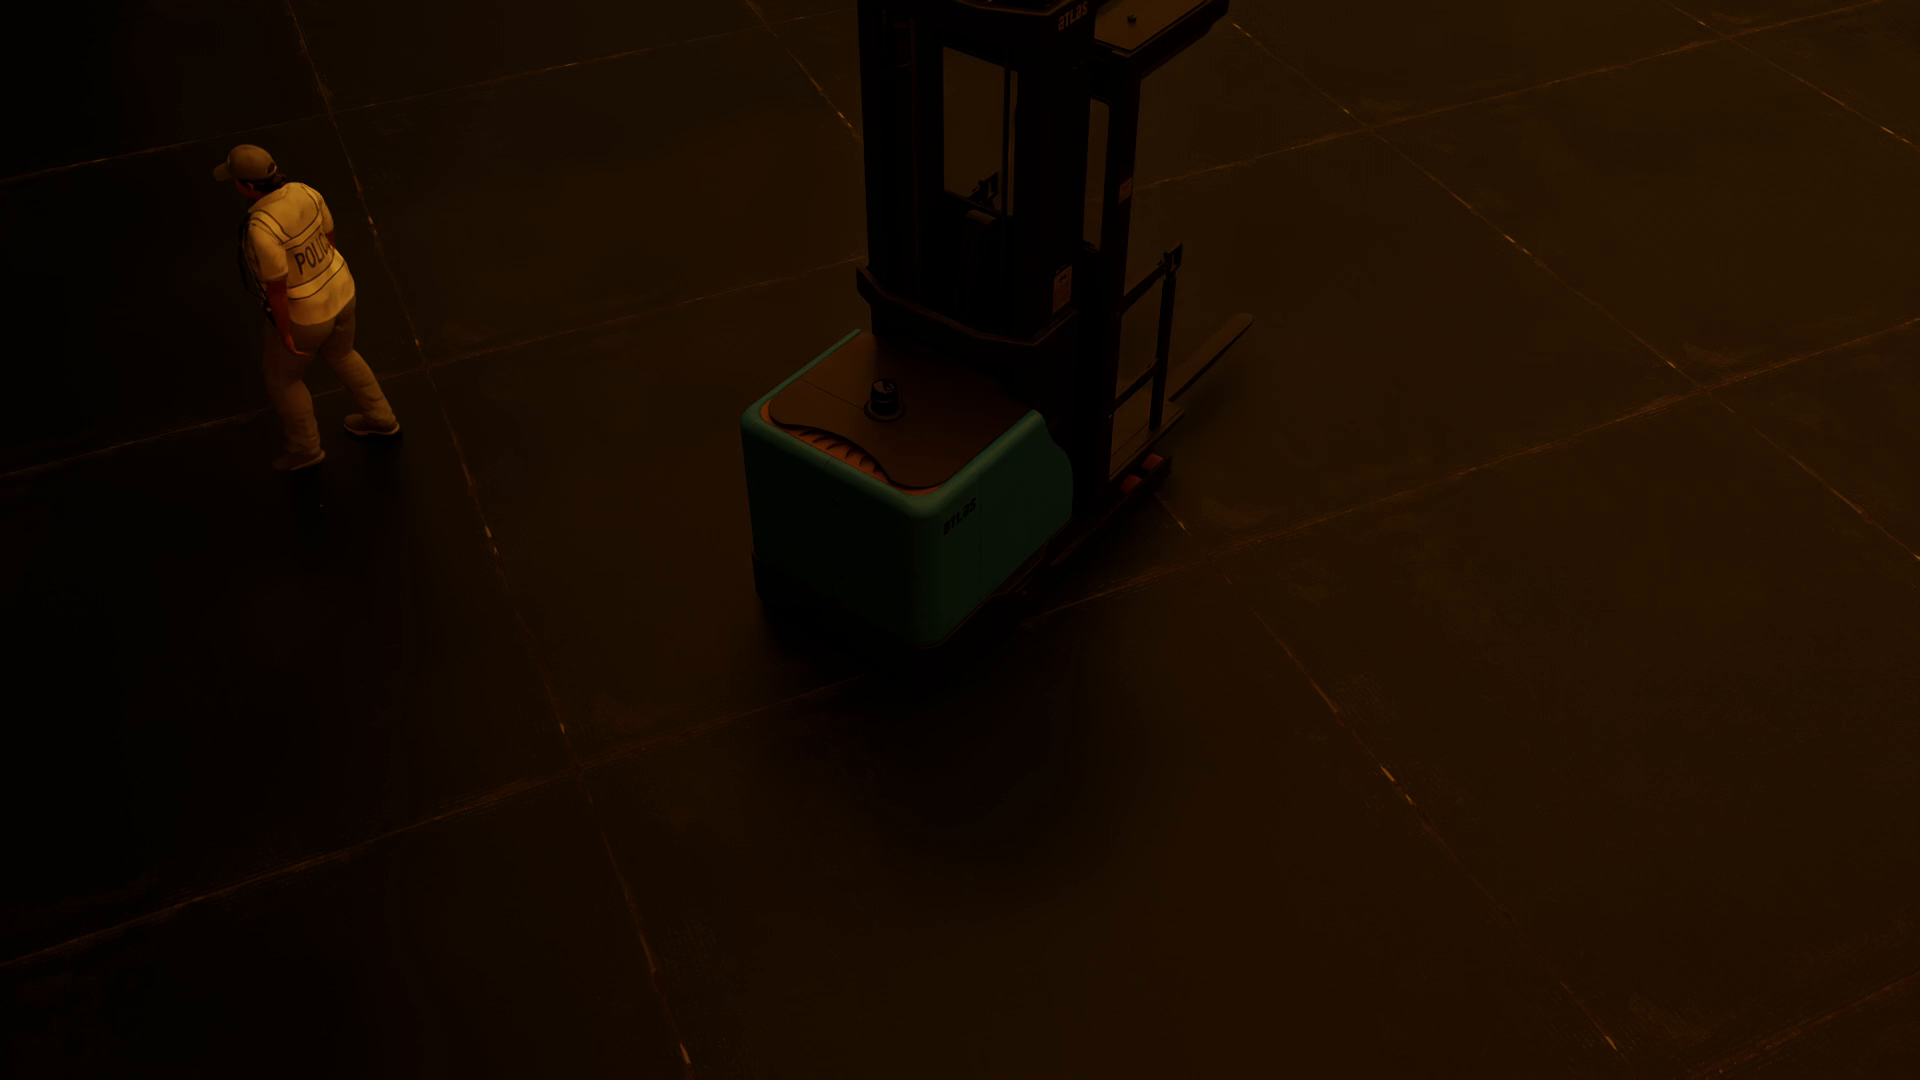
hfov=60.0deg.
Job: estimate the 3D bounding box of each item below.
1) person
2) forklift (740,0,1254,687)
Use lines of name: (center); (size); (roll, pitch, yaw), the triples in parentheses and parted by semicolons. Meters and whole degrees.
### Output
person: (-3.115, -1.089, 7.821); (0.513, 1.698, 0.590); (11, 44, 11)
forklift: (0.369, -1.403, 7.184); (1.130, 2.935, 3.031); (27, 50, 26)
